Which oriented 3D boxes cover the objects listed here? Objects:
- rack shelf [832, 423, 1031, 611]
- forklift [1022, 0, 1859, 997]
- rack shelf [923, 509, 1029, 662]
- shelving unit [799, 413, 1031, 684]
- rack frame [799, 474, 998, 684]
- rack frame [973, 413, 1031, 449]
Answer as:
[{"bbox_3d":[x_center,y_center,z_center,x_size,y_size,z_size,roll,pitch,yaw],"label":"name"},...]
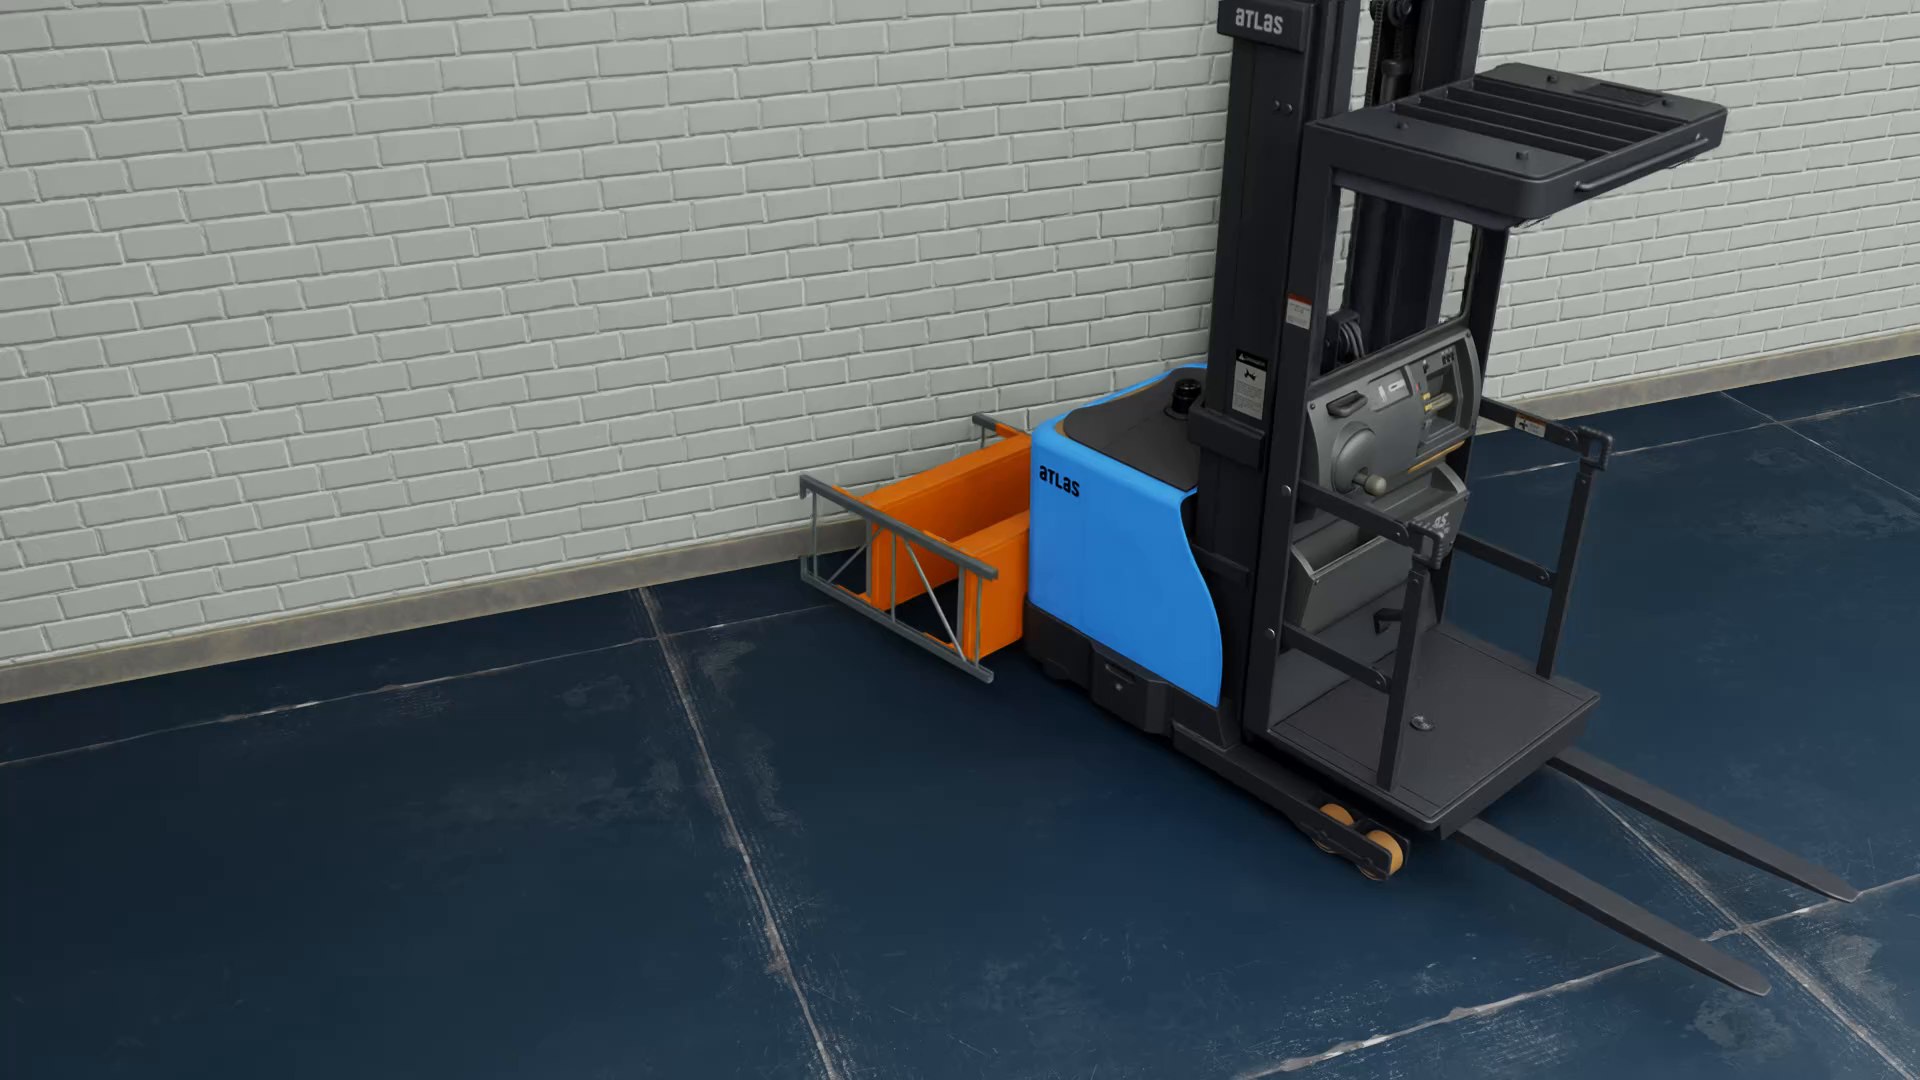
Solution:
[{"bbox_3d":[-0.086,-0.100,7.220,0.278,0.538,1.000,26,36,38],"label":"rack shelf"},{"bbox_3d":[1.615,-0.394,5.481,1.130,2.935,3.031,-24,37,-36],"label":"forklift"},{"bbox_3d":[0.294,0.087,6.890,0.278,0.538,1.000,26,36,38],"label":"rack shelf"},{"bbox_3d":[0.087,-0.015,7.070,1.125,0.538,1.048,26,36,38],"label":"shelving unit"},{"bbox_3d":[-0.272,0.143,6.746,1.125,0.500,0.032,26,36,38],"label":"rack frame"},{"bbox_3d":[0.445,-0.173,7.394,1.125,0.500,0.032,26,36,38],"label":"rack frame"}]
